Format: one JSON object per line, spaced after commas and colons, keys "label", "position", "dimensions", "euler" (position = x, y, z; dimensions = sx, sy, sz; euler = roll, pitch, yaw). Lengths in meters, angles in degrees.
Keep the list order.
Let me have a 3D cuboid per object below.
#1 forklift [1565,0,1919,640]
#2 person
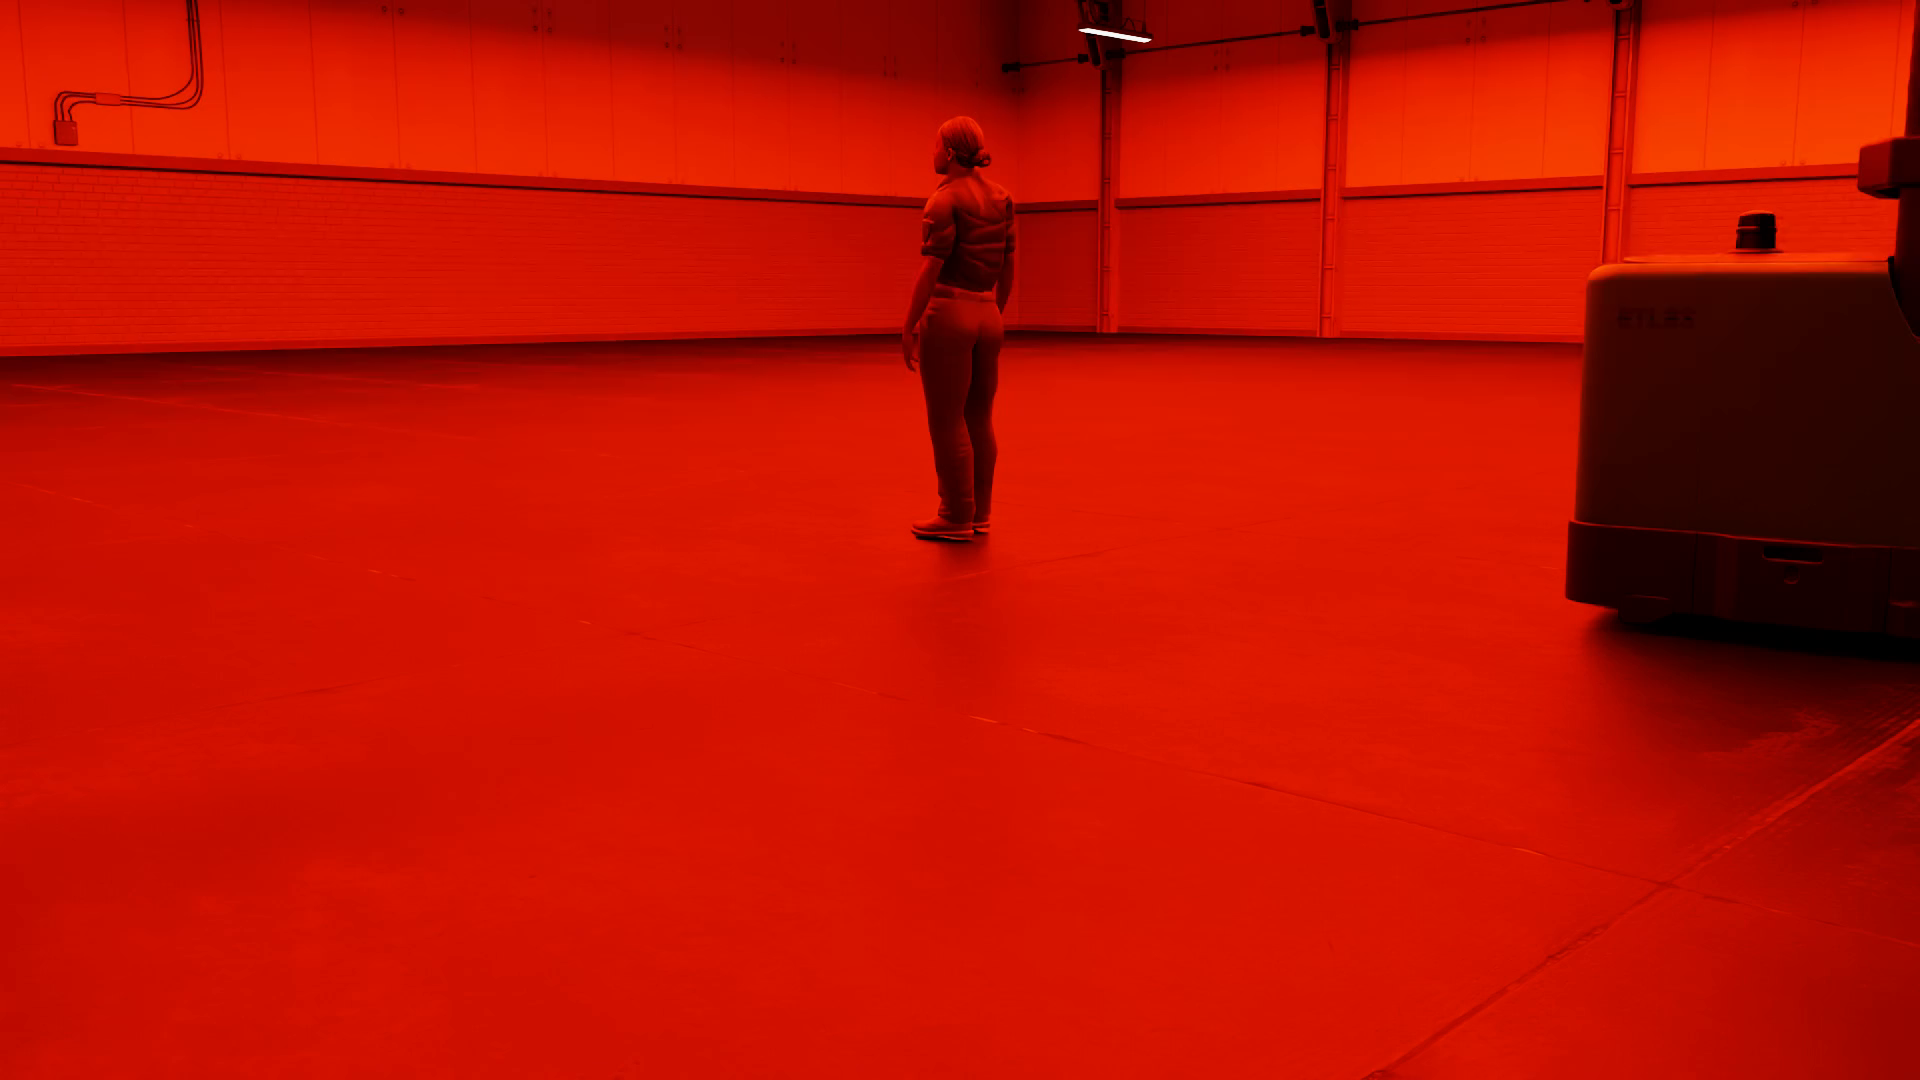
{"label": "forklift", "position": [3.347, -1.133, 4.396], "dimensions": [3.031, 2.935, 1.130], "euler": [6, 10, 34]}
{"label": "person", "position": [-0.049, -0.836, 6.668], "dimensions": [0.504, 1.654, 0.569], "euler": [8, 12, 43]}
